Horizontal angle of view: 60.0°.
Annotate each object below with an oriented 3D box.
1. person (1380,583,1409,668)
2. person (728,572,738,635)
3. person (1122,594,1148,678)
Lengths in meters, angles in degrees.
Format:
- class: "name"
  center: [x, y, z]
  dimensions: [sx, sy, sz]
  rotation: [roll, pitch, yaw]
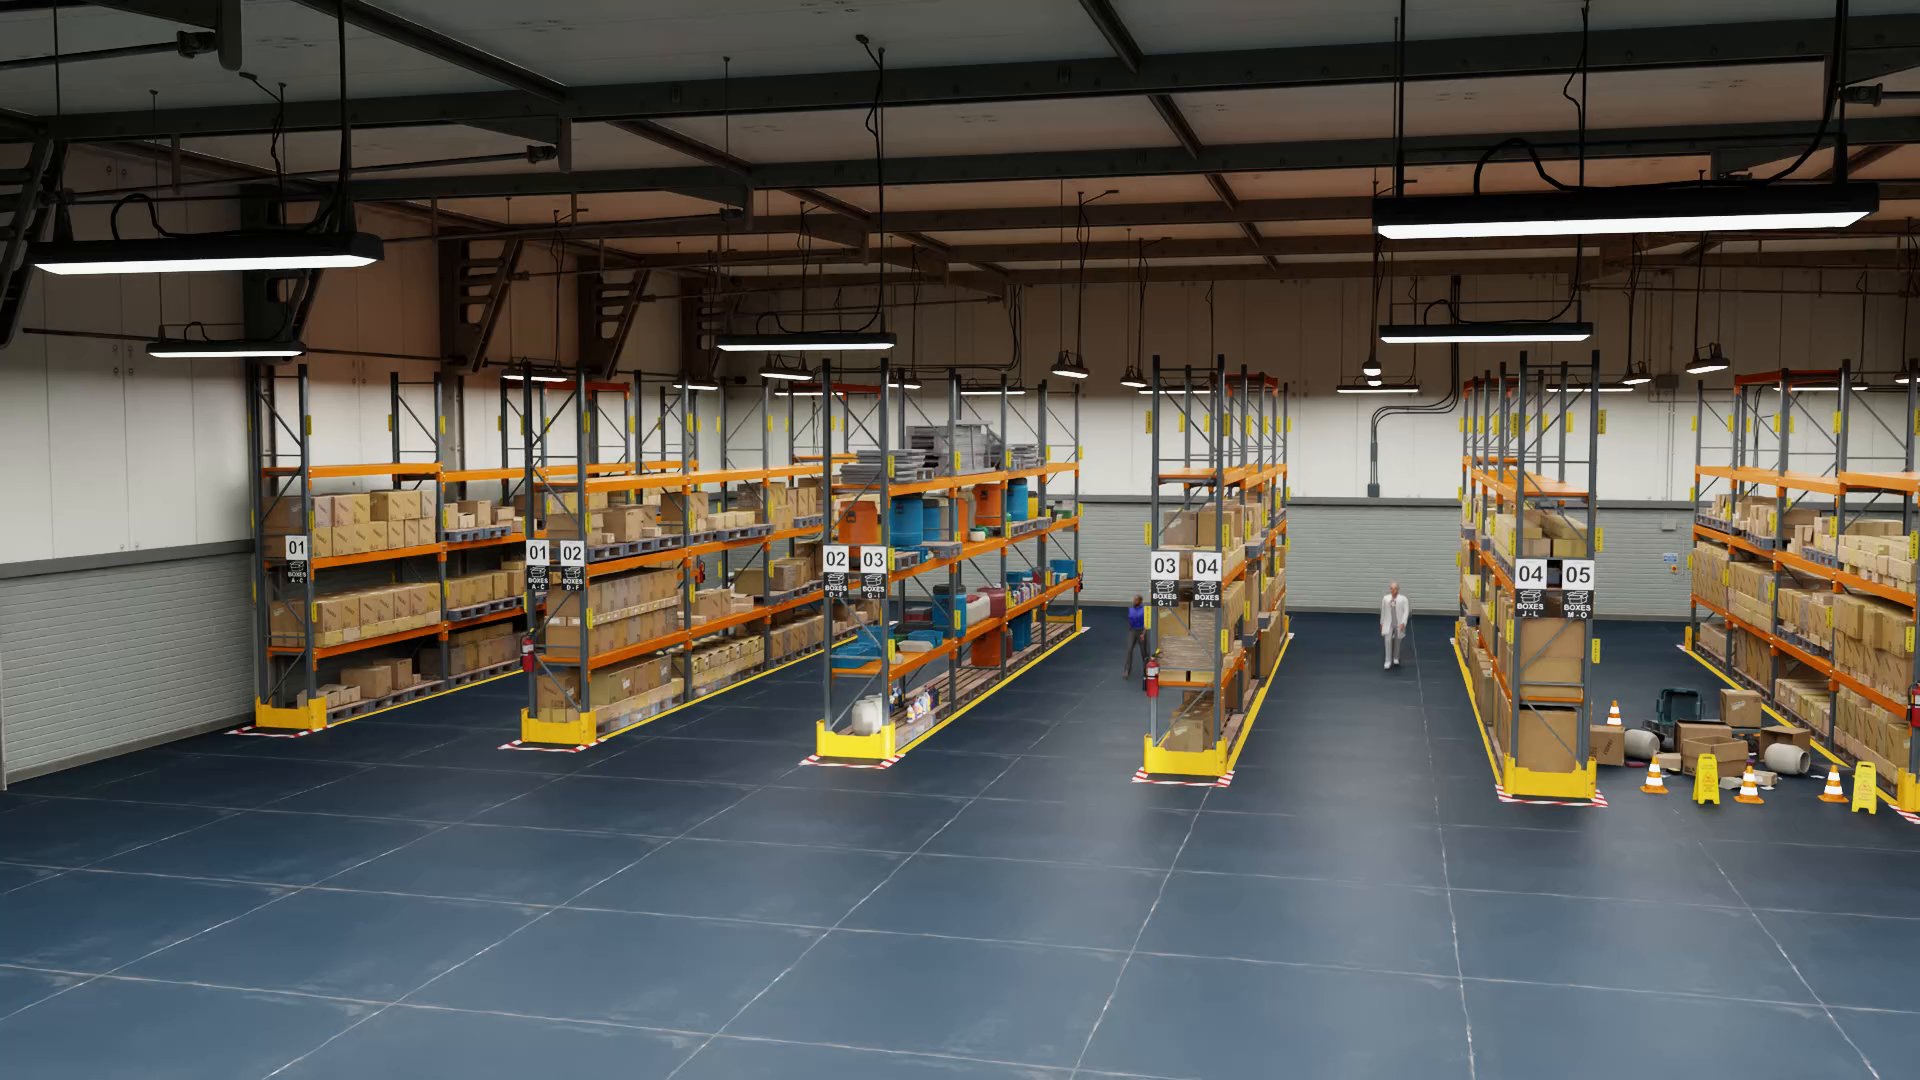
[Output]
- class: "person"
  center: [8.970, 1.749, 34.273]
  dimensions: [0.551, 1.717, 1.114]
  rotation: [1, 4, 10]
- class: "person"
  center: [-5.221, 1.569, 37.714]
  dimensions: [0.503, 1.679, 0.482]
  rotation: [3, 5, 38]
- class: "person"
  center: [3.536, 1.892, 33.152]
  dimensions: [0.464, 1.614, 0.979]
  rotation: [2, 4, 23]
